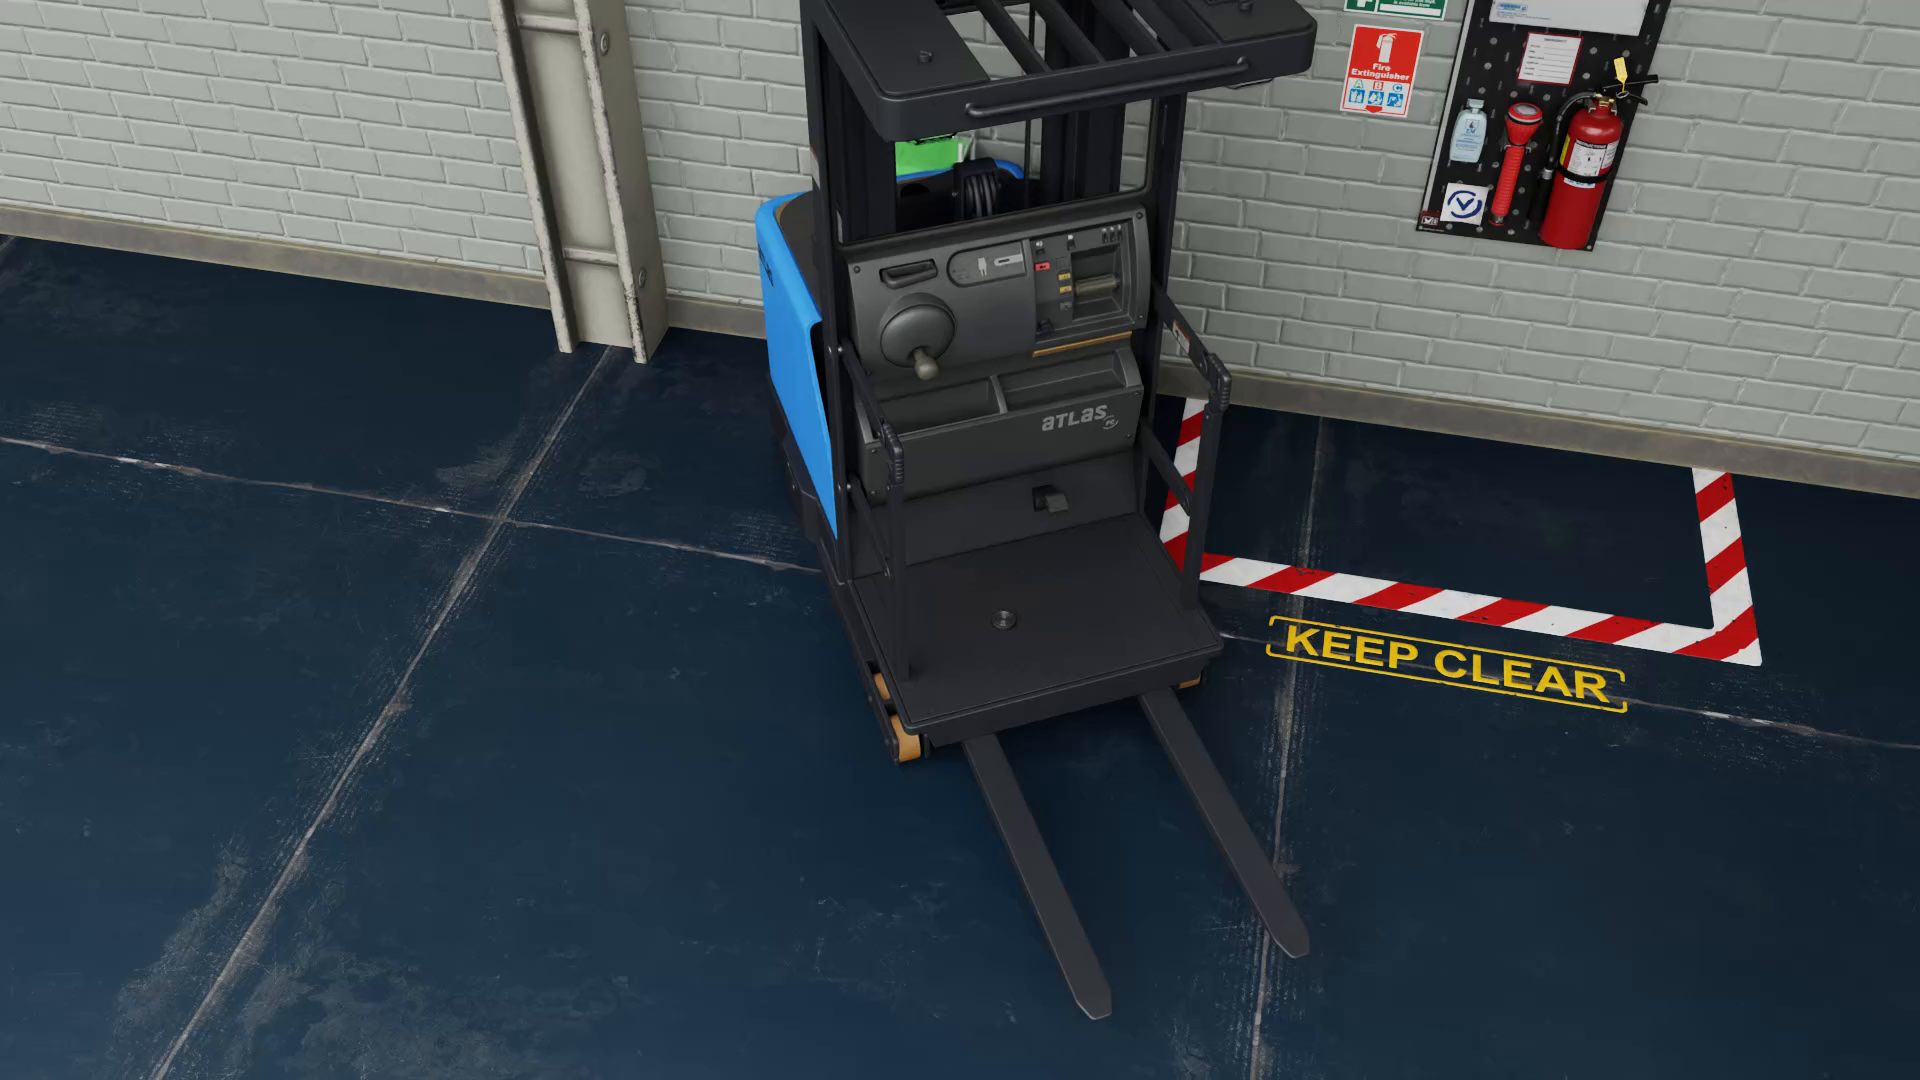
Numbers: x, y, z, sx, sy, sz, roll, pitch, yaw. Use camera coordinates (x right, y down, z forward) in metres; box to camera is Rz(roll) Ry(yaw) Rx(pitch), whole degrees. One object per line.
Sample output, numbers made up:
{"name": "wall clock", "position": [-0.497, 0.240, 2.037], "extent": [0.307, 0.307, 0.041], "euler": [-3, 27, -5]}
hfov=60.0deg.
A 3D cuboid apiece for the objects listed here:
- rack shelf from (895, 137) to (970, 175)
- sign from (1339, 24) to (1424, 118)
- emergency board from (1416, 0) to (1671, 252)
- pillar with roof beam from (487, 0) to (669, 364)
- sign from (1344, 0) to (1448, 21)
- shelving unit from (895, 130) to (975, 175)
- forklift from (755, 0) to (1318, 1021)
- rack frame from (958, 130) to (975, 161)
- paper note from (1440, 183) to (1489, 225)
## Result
{"name": "rack shelf", "position": [-0.216, -1.417, 6.275], "extent": [0.480, 0.148, 0.258], "euler": [9, 43, 8]}
{"name": "sign", "position": [1.453, -1.617, 5.742], "extent": [0.234, 0.329, 0.001], "euler": [9, 45, 9]}
{"name": "emergency board", "position": [1.970, -1.451, 5.595], "extent": [0.643, 1.169, 0.194], "euler": [9, 45, 9]}
{"name": "pillar with roof beam", "position": [-2.422, -1.208, 1.016], "extent": [0.400, 9.000, 9.100], "euler": [9, 45, 9]}
{"name": "sign", "position": [1.456, -1.802, 5.551], "extent": [0.331, 0.109, 0.001], "euler": [9, 45, 9]}
{"name": "shelving unit", "position": [-0.220, -1.111, 6.557], "extent": [0.503, 1.200, 0.258], "euler": [9, 43, 8]}
{"name": "forklift", "position": [0.198, -0.646, 4.808], "extent": [1.130, 2.935, 3.031], "euler": [-13, 45, -13]}
{"name": "rack frame", "position": [0.018, -1.074, 6.521], "extent": [0.015, 1.200, 0.240], "euler": [9, 43, 8]}
{"name": "paper note", "position": [1.813, -1.207, 5.976], "extent": [0.142, 0.148, 0.016], "euler": [9, 45, 9]}
